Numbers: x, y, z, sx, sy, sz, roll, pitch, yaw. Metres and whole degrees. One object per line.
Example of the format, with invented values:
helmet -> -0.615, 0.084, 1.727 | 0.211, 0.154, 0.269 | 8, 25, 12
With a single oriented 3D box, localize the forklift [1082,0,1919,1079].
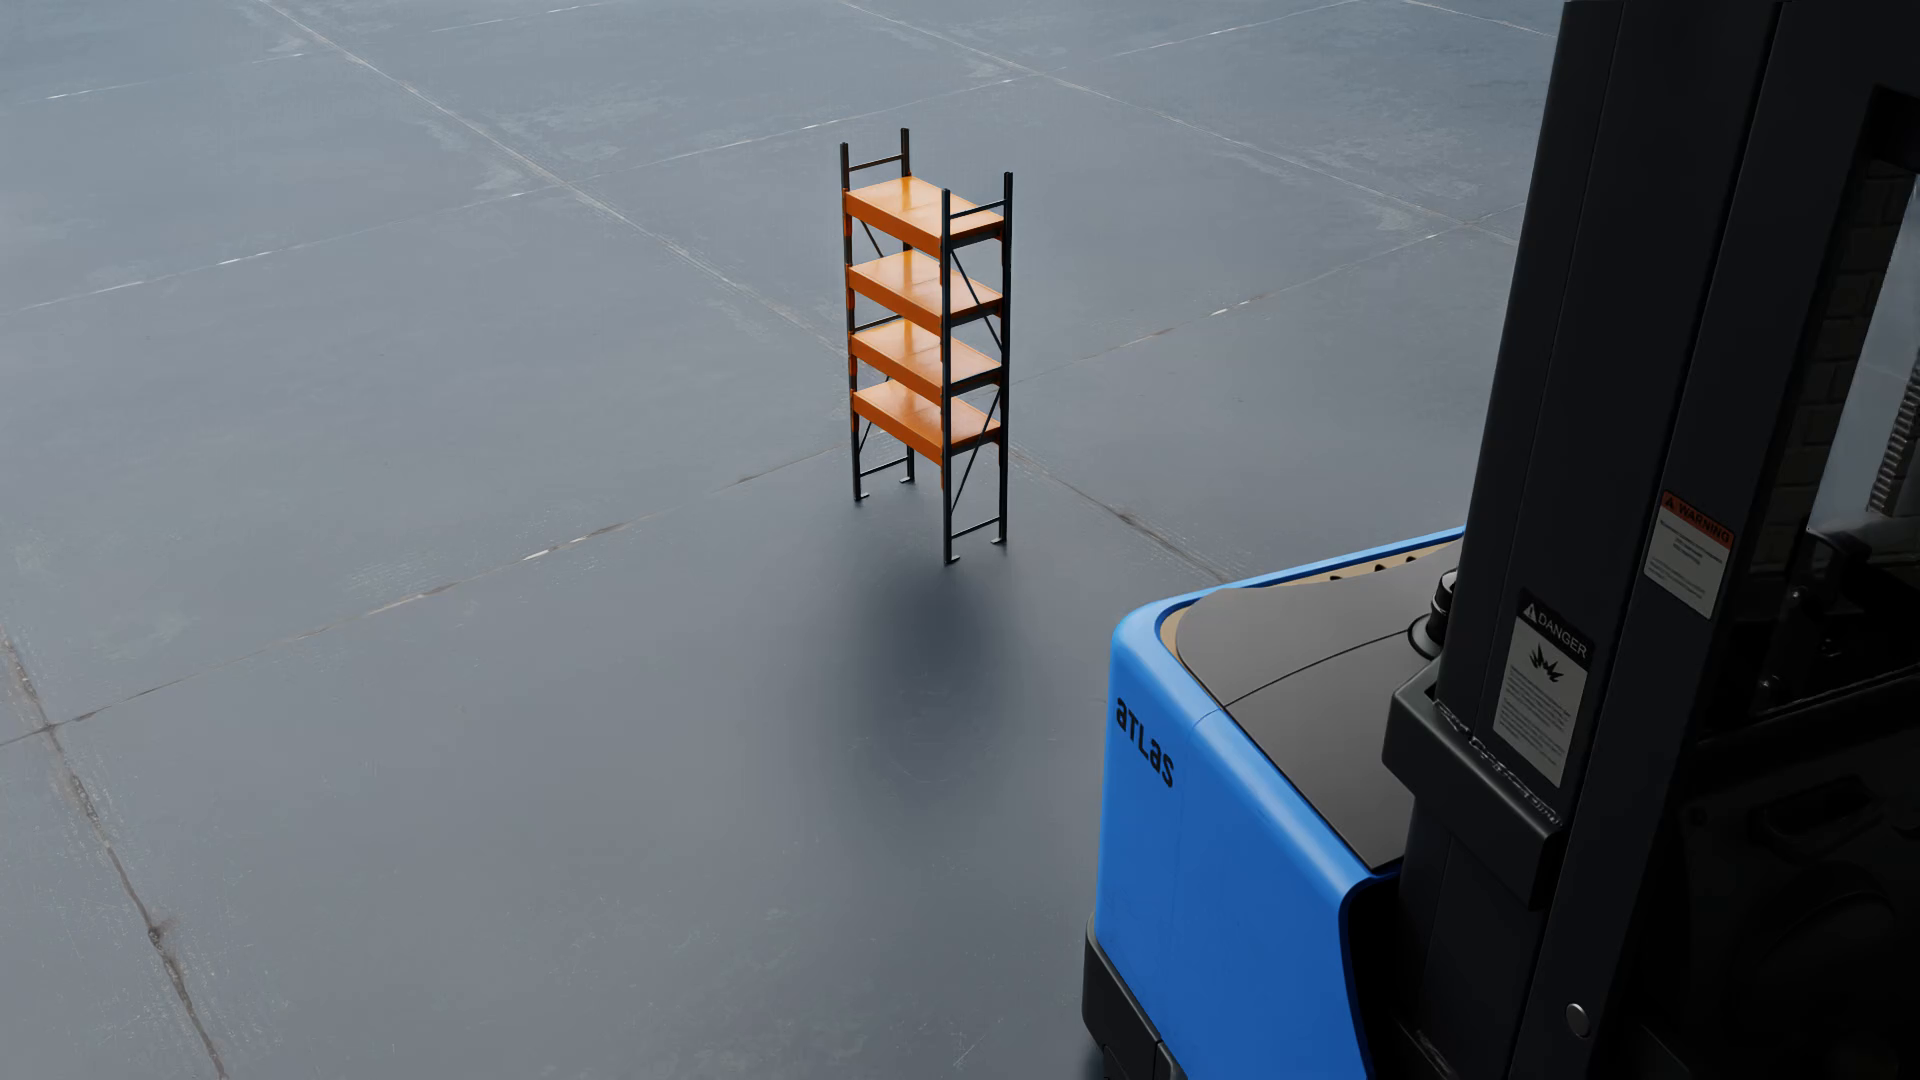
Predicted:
forklift -> 1.295, 0.412, 1.809 | 1.130, 2.935, 3.031 | -13, 34, -19

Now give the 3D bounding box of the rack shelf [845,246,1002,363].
rack shelf -> -0.101, -0.712, 4.962 | 0.258, 0.148, 0.480 | -22, 38, -31

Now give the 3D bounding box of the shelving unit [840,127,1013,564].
shelving unit -> -0.101, -0.579, 5.045 | 0.258, 1.200, 0.503 | -22, 38, -31

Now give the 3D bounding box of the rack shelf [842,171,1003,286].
rack shelf -> -0.101, -0.912, 4.837 | 0.258, 0.148, 0.480 | -22, 38, -31

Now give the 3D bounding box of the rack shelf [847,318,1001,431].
rack shelf -> -0.101, -0.522, 5.080 | 0.258, 0.148, 0.480 | -22, 38, -31

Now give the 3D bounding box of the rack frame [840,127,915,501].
rack frame -> -0.251, -0.680, 5.208 | 0.240, 1.200, 0.015 | -22, 38, -31

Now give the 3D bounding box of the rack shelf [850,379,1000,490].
rack shelf -> -0.101, -0.353, 5.185 | 0.258, 0.148, 0.480 | -22, 38, -31

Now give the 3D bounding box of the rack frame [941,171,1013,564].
rack frame -> 0.048, -0.477, 4.881 | 0.240, 1.200, 0.015 | -22, 38, -31
